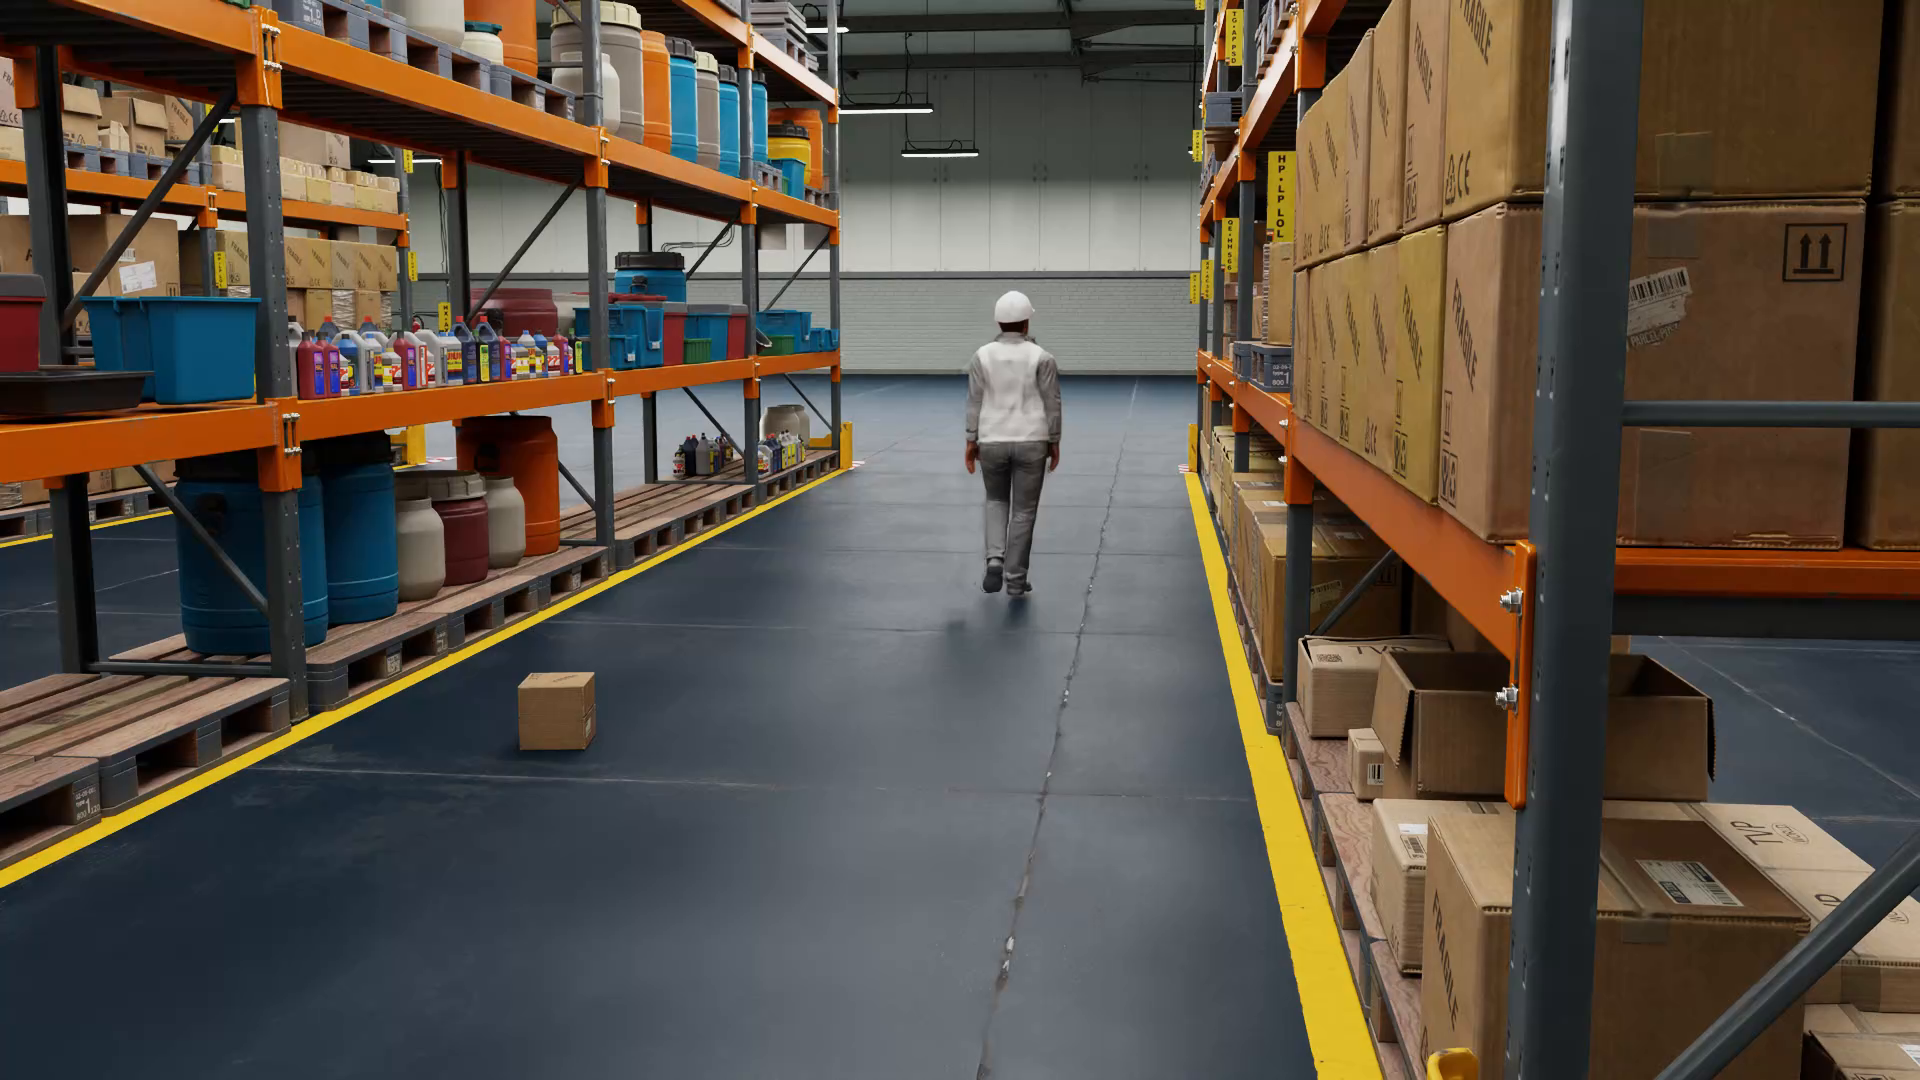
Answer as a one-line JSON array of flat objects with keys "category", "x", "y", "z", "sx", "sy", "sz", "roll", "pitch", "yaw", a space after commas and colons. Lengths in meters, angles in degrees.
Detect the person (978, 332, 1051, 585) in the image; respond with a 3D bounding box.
[{"category": "person", "x": 0.329, "y": -0.488, "z": 9.831, "sx": 0.450, "sy": 1.474, "sz": 0.477, "roll": 2, "pitch": 8, "yaw": 16}]
